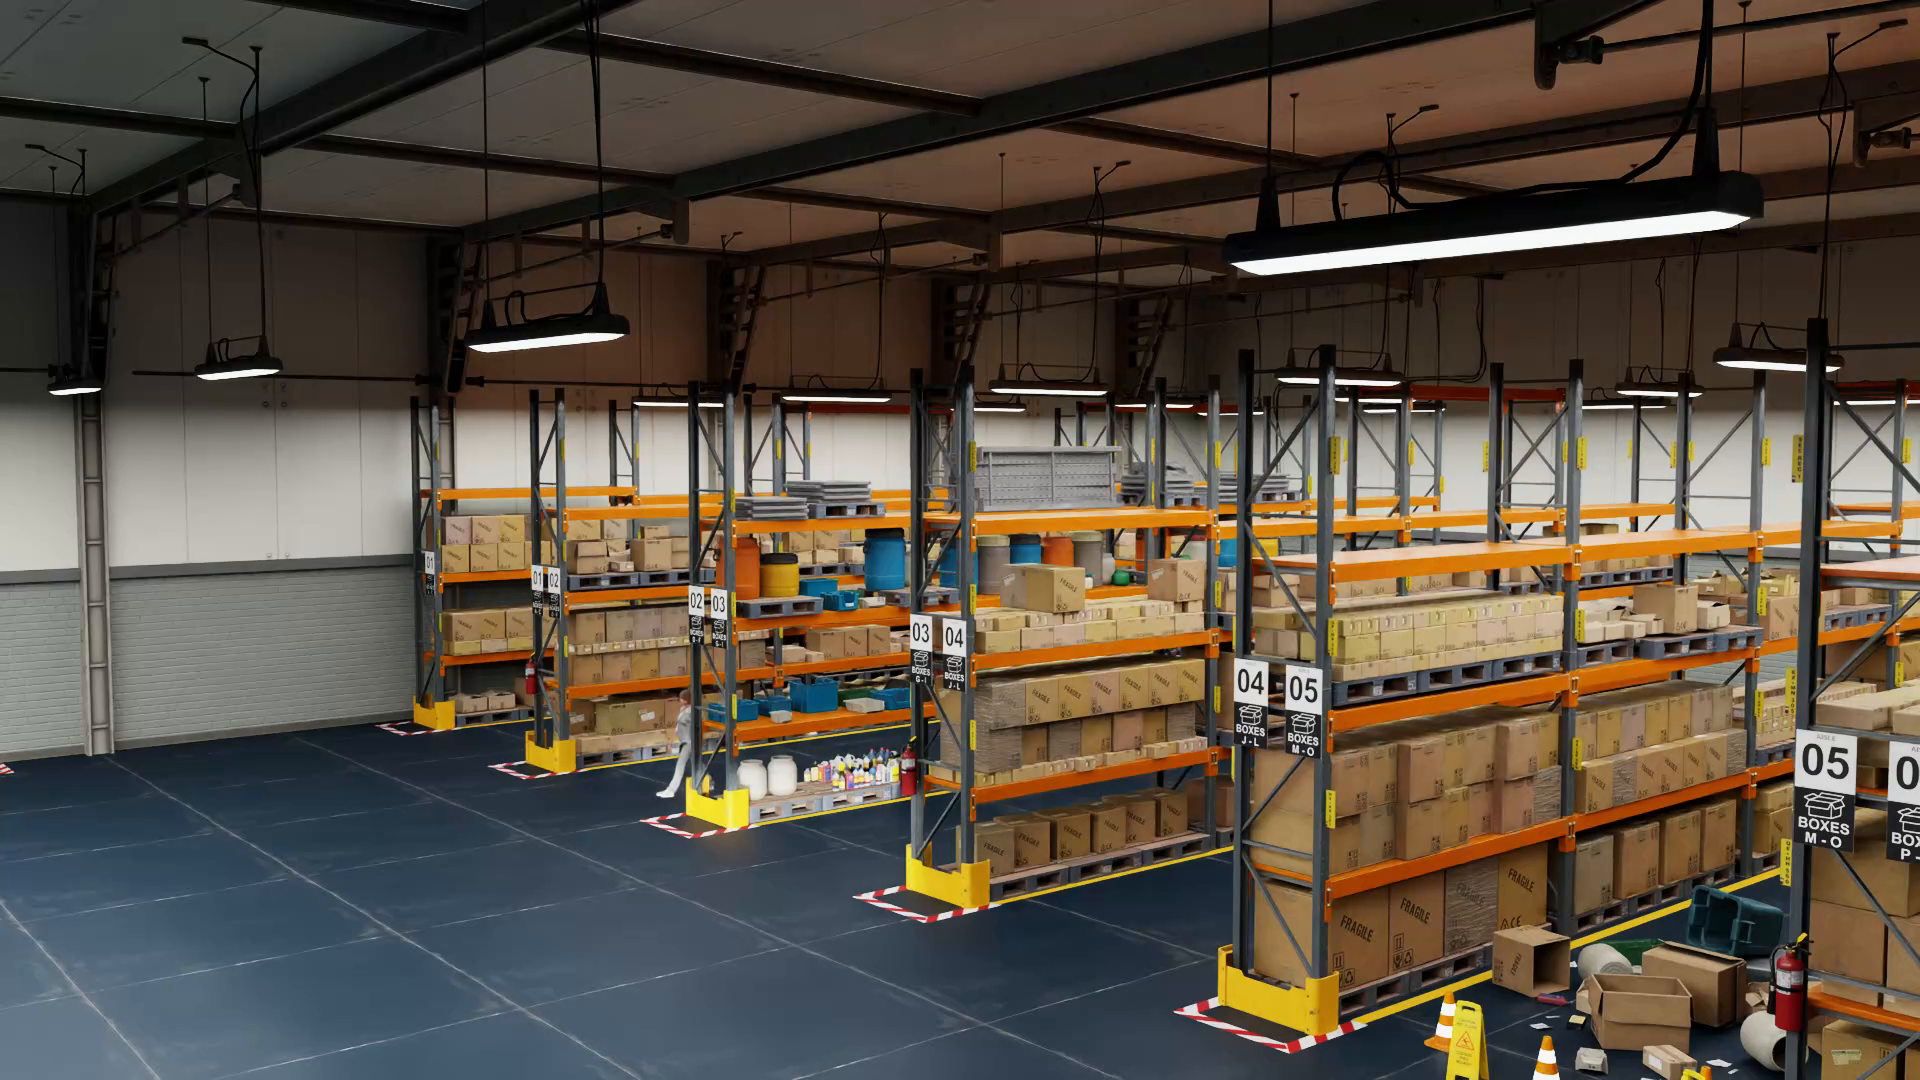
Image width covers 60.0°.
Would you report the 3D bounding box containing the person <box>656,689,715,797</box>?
[{"bbox_3d":[-4.006,2.946,24.181,0.949,1.549,0.449,-2,4,-25],"label":"person"}]
